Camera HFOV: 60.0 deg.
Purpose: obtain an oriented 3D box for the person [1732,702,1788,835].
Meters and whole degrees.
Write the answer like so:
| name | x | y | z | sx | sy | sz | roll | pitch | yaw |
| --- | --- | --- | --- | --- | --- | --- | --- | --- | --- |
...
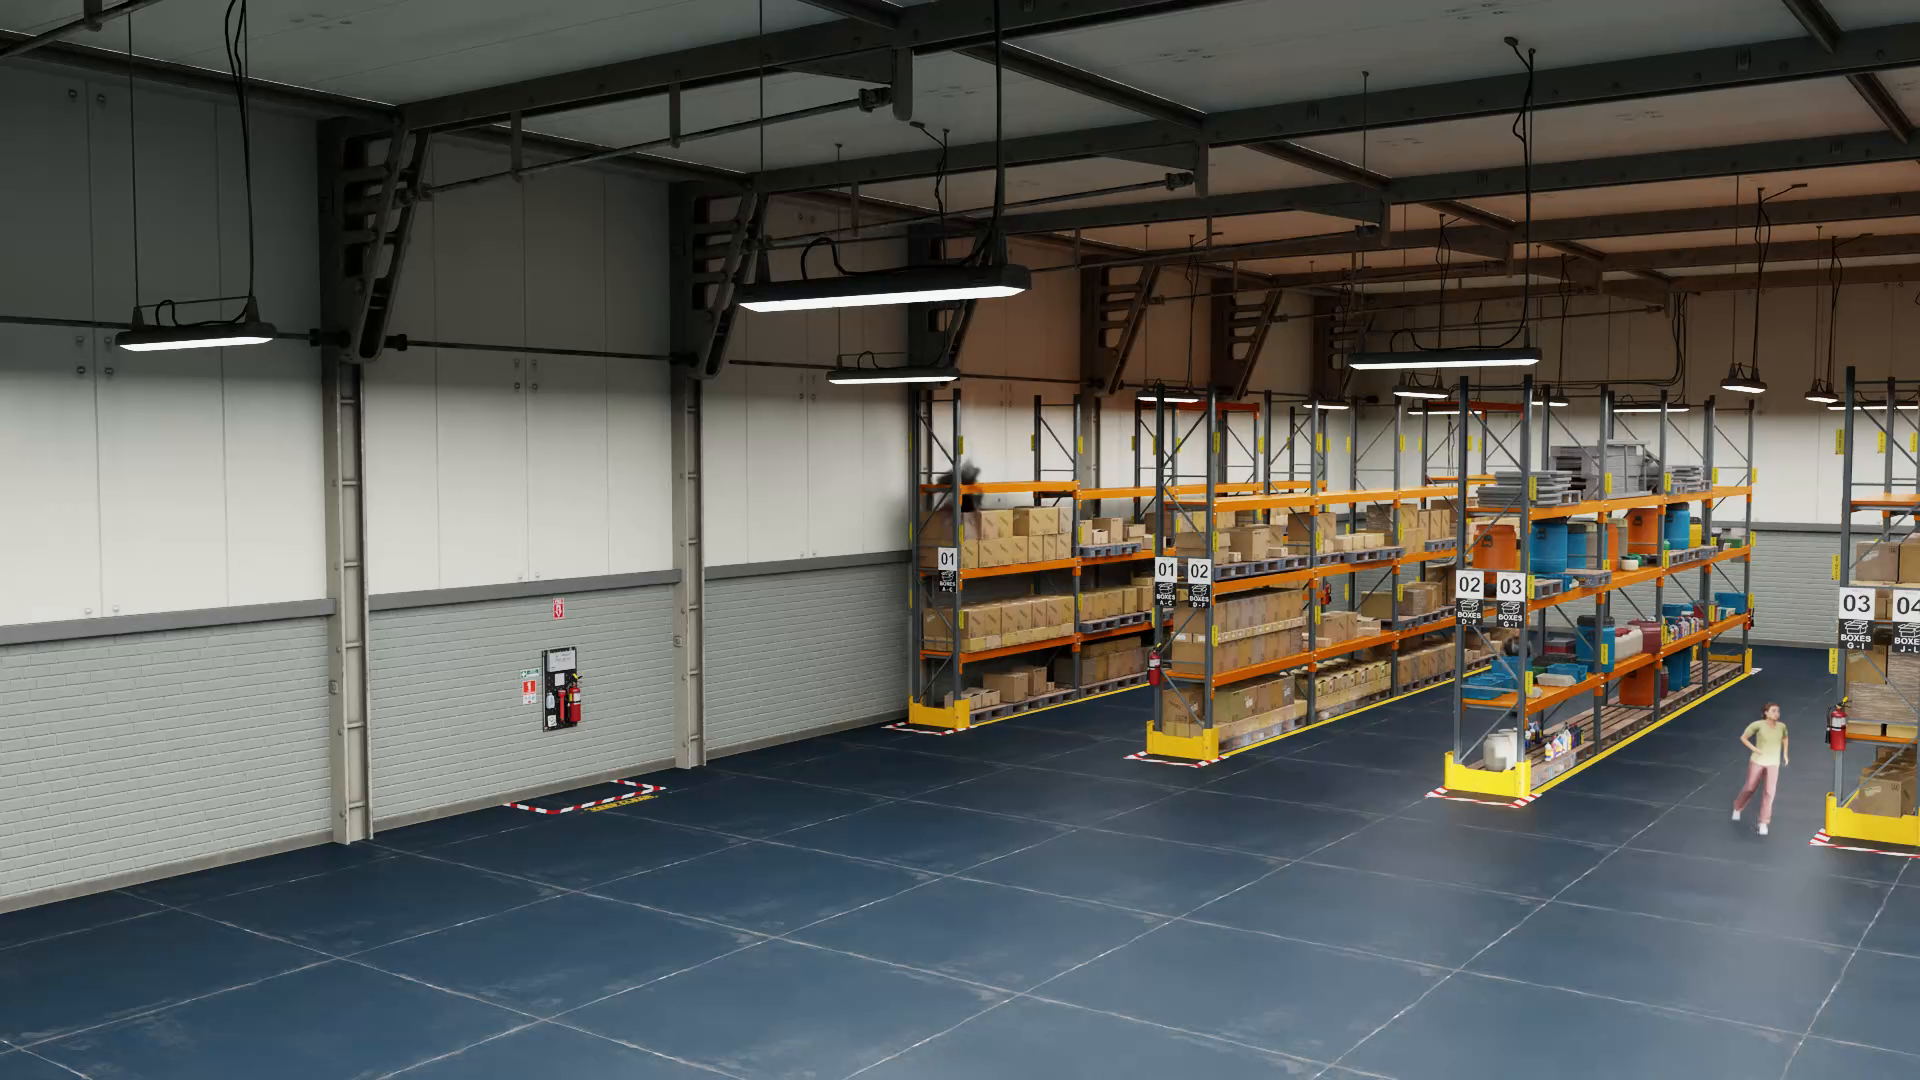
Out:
| name | x | y | z | sx | sy | sz | roll | pitch | yaw |
| --- | --- | --- | --- | --- | --- | --- | --- | --- | --- |
| person | 10.488 | 2.929 | 21.638 | 0.644 | 1.660 | 0.931 | 1 | 3 | 10 |

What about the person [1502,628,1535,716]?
| name | x | y | z | sx | sy | sz | roll | pitch | yaw |
| --- | --- | --- | --- | --- | --- | --- | --- | --- | --- |
| person | 10.219 | 2.413 | 30.551 | 0.660 | 1.679 | 0.639 | 2 | 4 | 34 |
